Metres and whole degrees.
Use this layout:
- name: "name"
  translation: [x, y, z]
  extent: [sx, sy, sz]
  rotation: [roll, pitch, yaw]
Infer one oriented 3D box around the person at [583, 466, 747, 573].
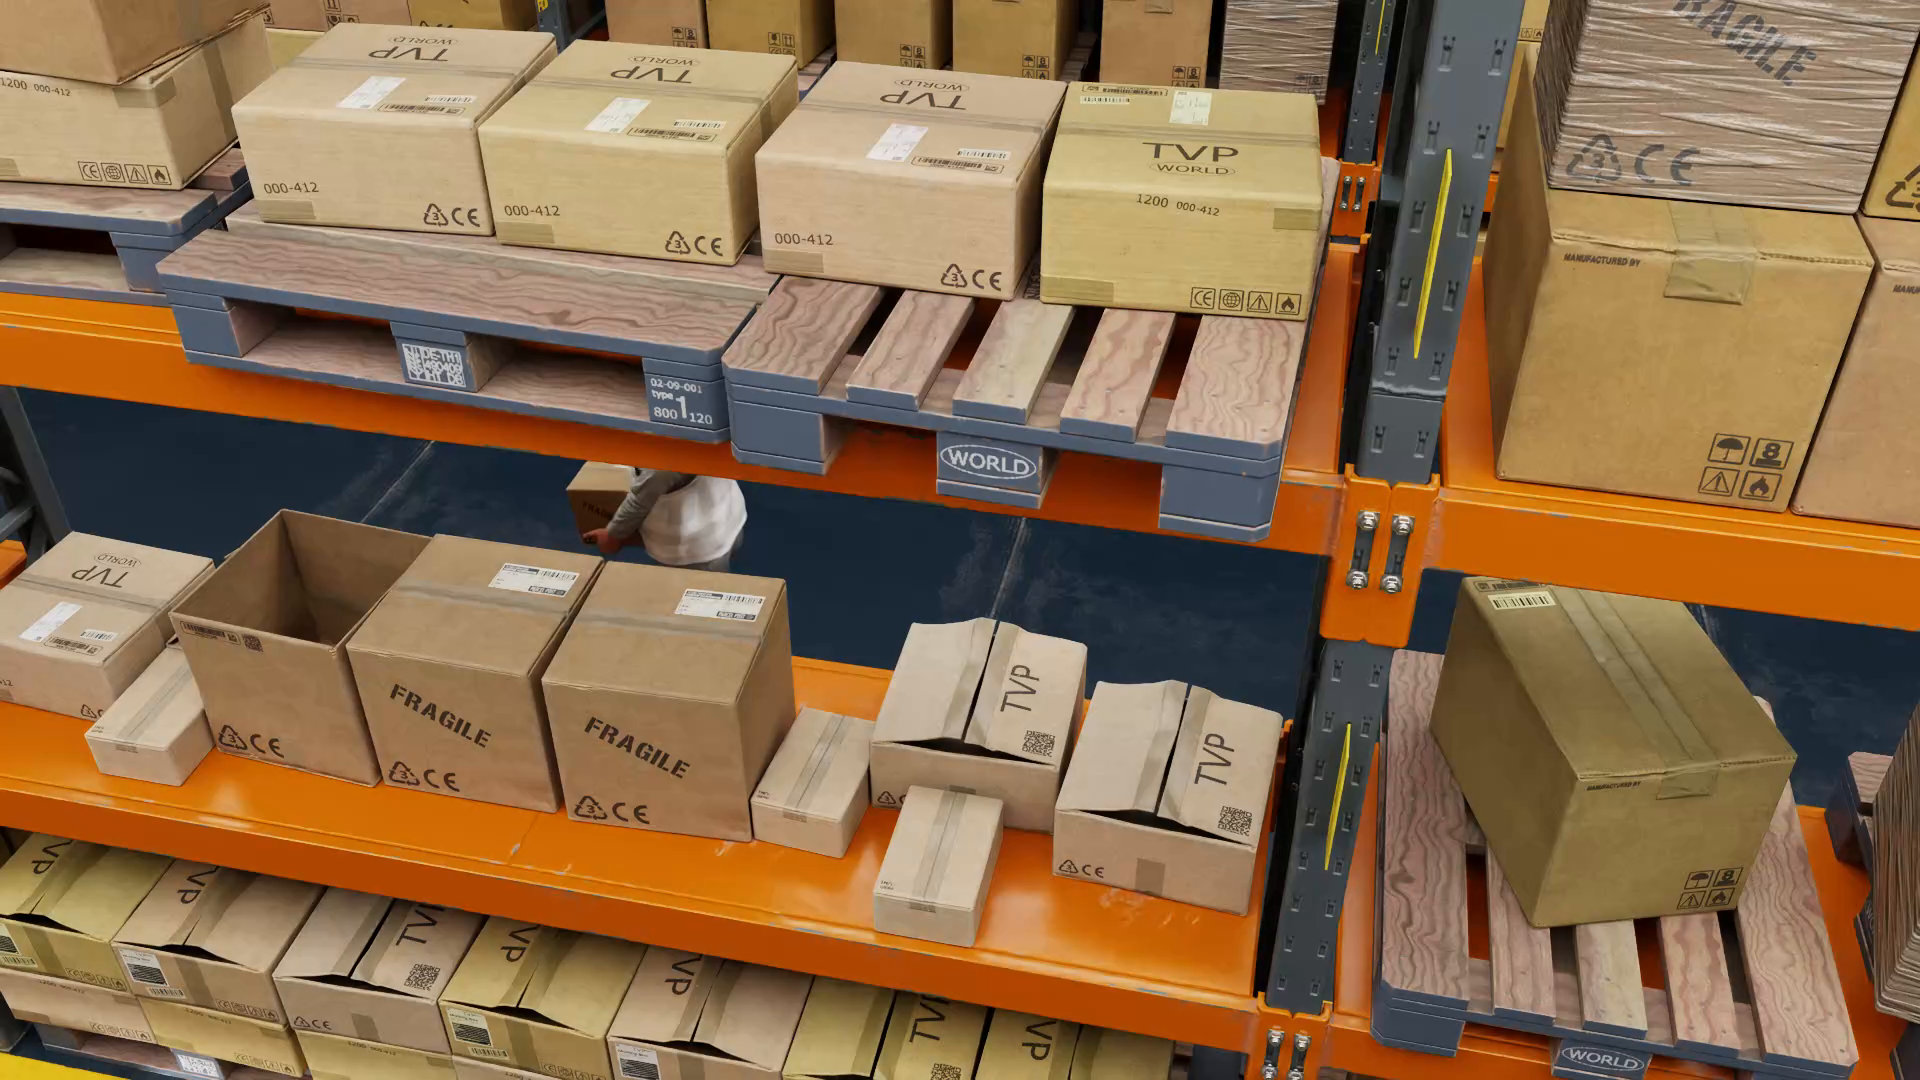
- name: "person"
  translation: [-1.084, -0.018, 6.155]
  extent: [0.557, 1.771, 0.495]
  rotation: [7, 37, 10]
